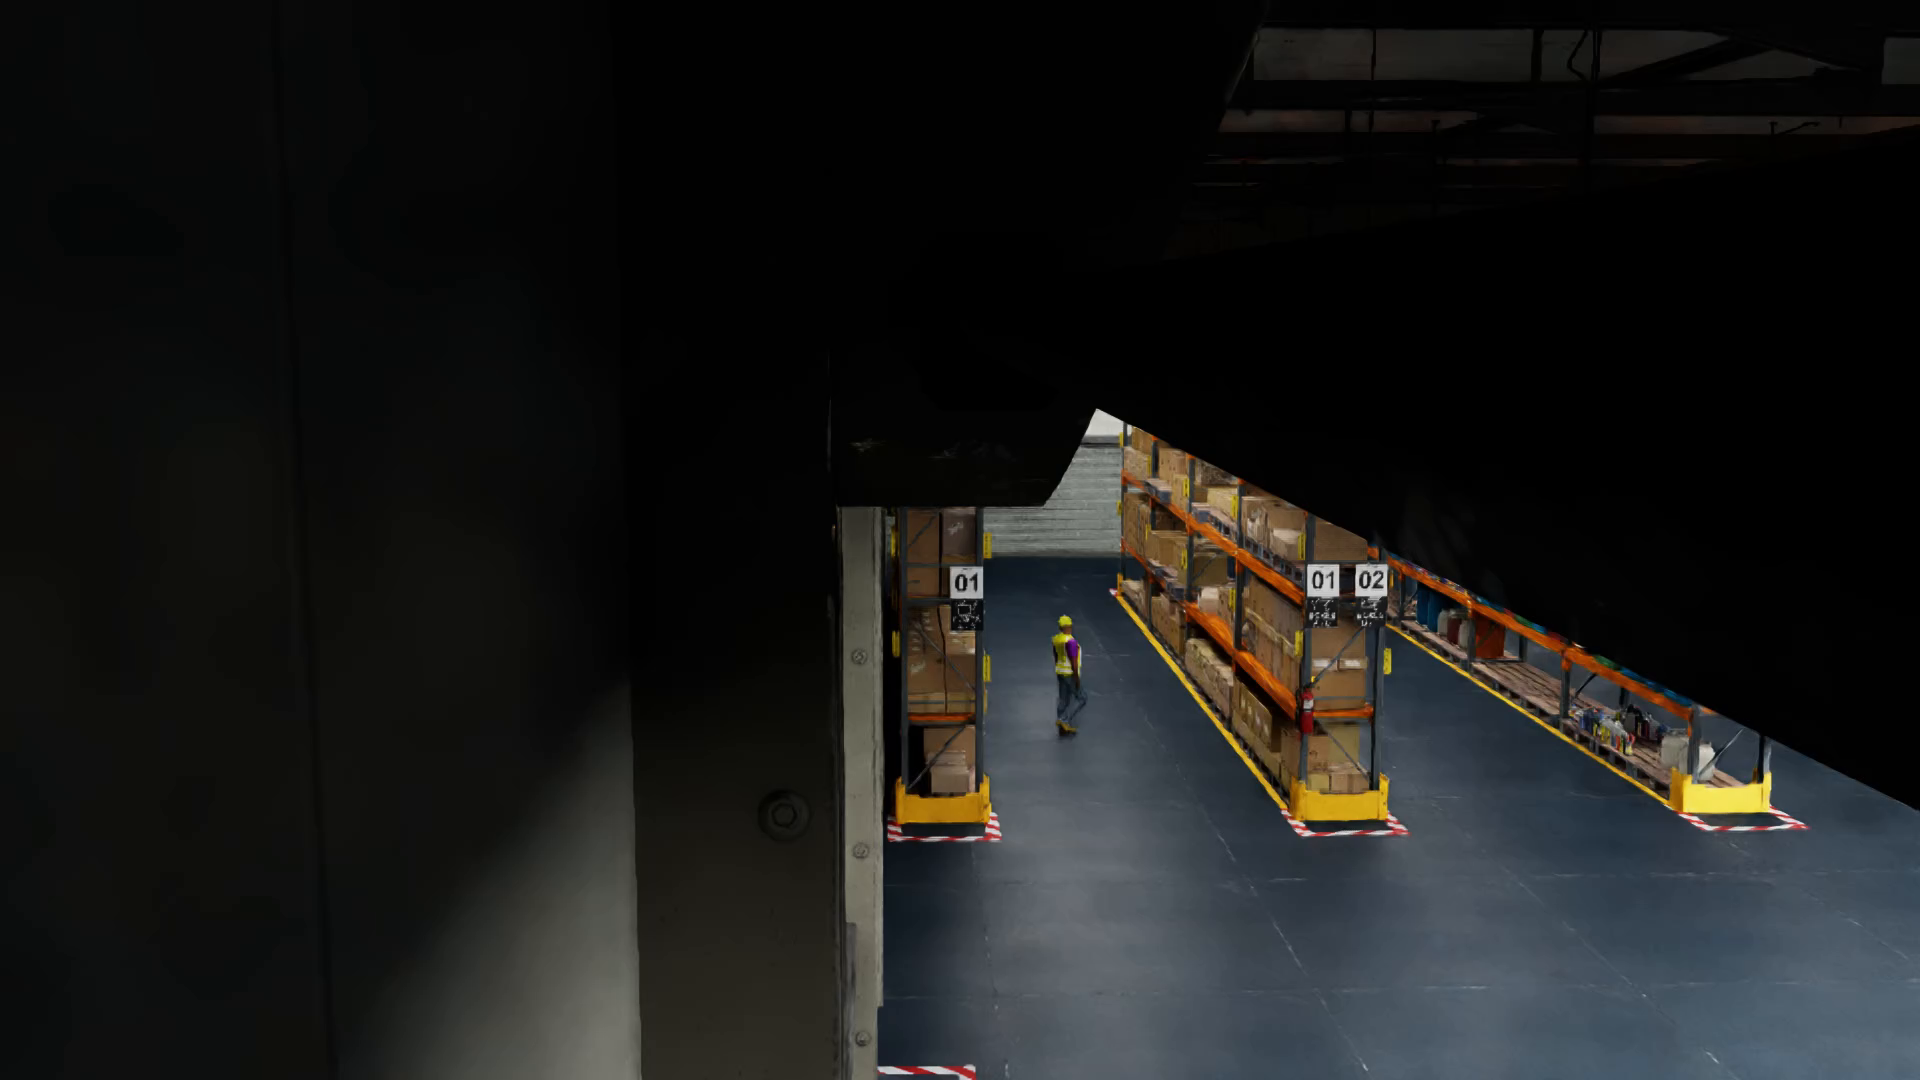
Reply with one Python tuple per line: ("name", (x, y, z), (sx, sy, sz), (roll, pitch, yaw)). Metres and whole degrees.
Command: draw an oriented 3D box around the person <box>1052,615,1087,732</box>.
("person", (1.592, 2.000, 24.702), (0.456, 1.753, 0.610), (-5, 9, -29))
